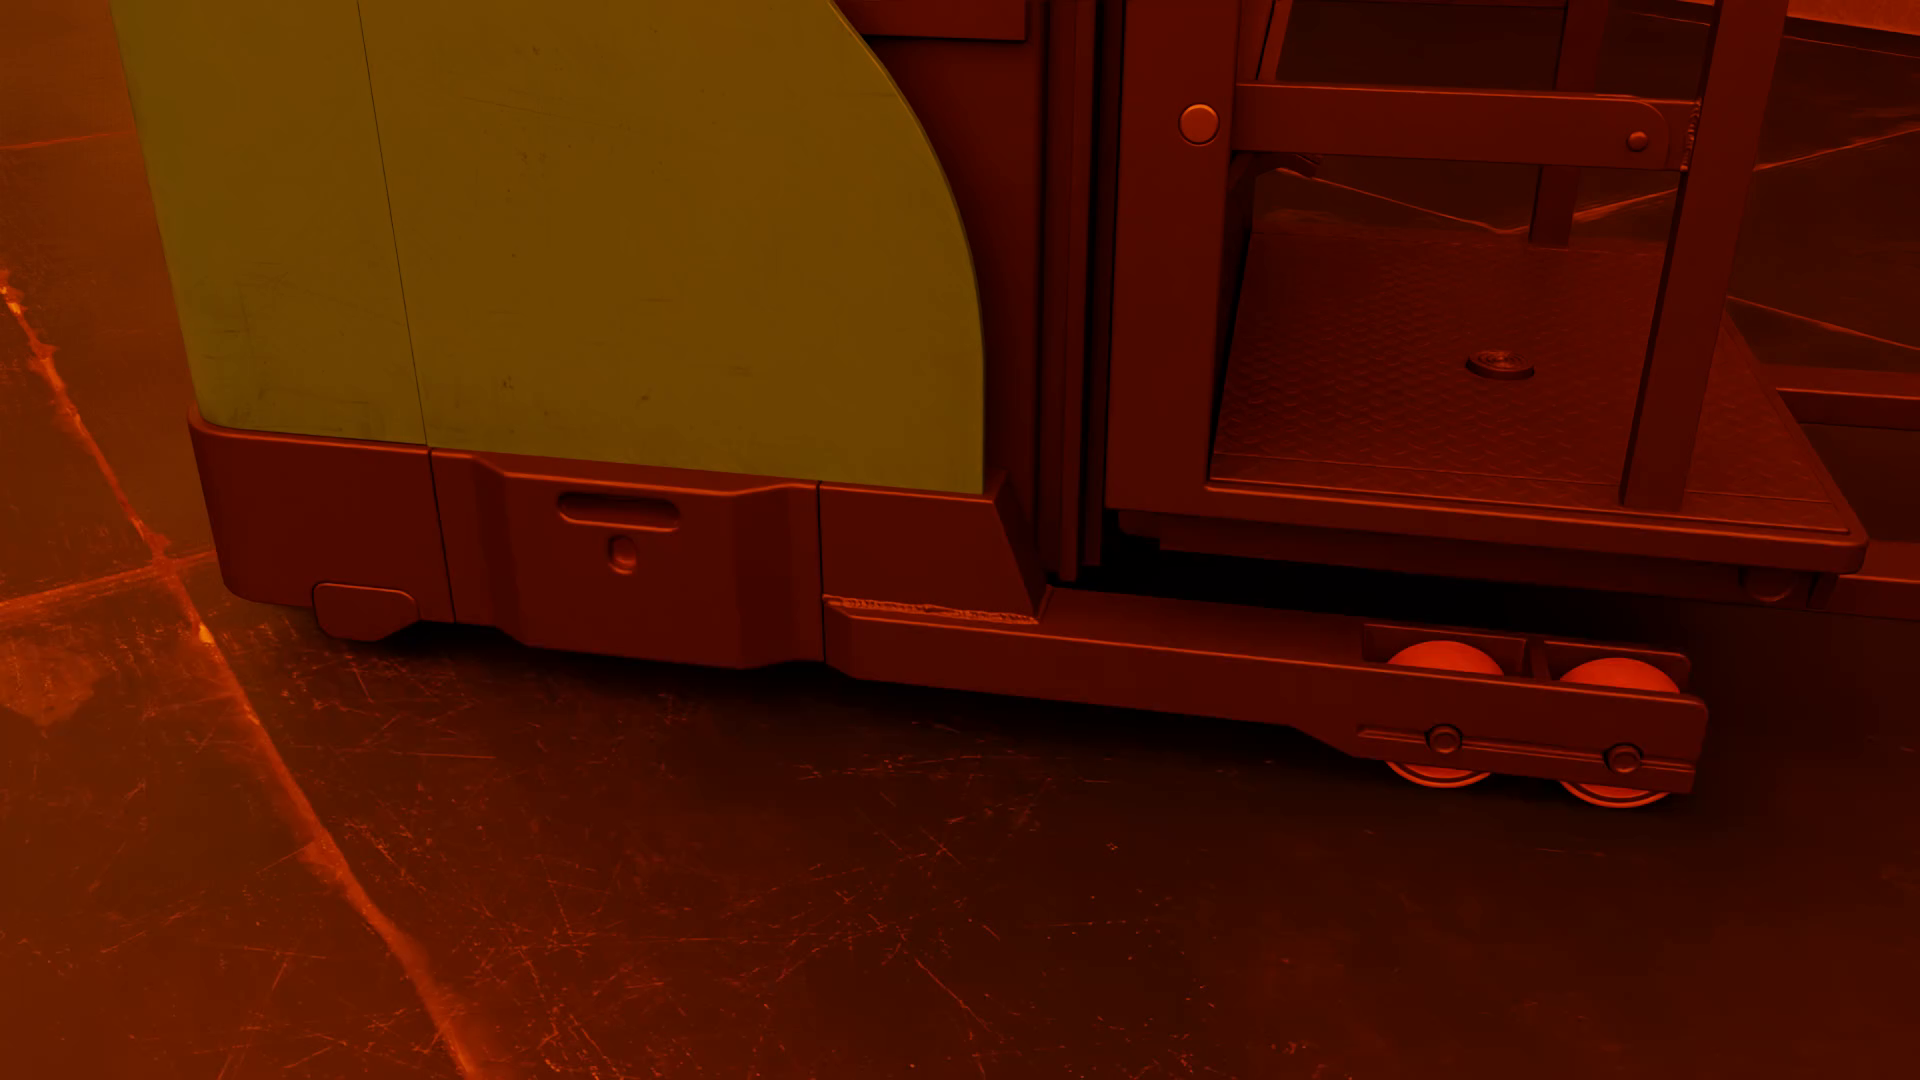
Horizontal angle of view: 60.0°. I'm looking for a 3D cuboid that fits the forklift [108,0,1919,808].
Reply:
[{"bbox_3d":[0.573,-1.266,1.755,3.031,2.935,1.130,5,27,10],"label":"forklift"}]
